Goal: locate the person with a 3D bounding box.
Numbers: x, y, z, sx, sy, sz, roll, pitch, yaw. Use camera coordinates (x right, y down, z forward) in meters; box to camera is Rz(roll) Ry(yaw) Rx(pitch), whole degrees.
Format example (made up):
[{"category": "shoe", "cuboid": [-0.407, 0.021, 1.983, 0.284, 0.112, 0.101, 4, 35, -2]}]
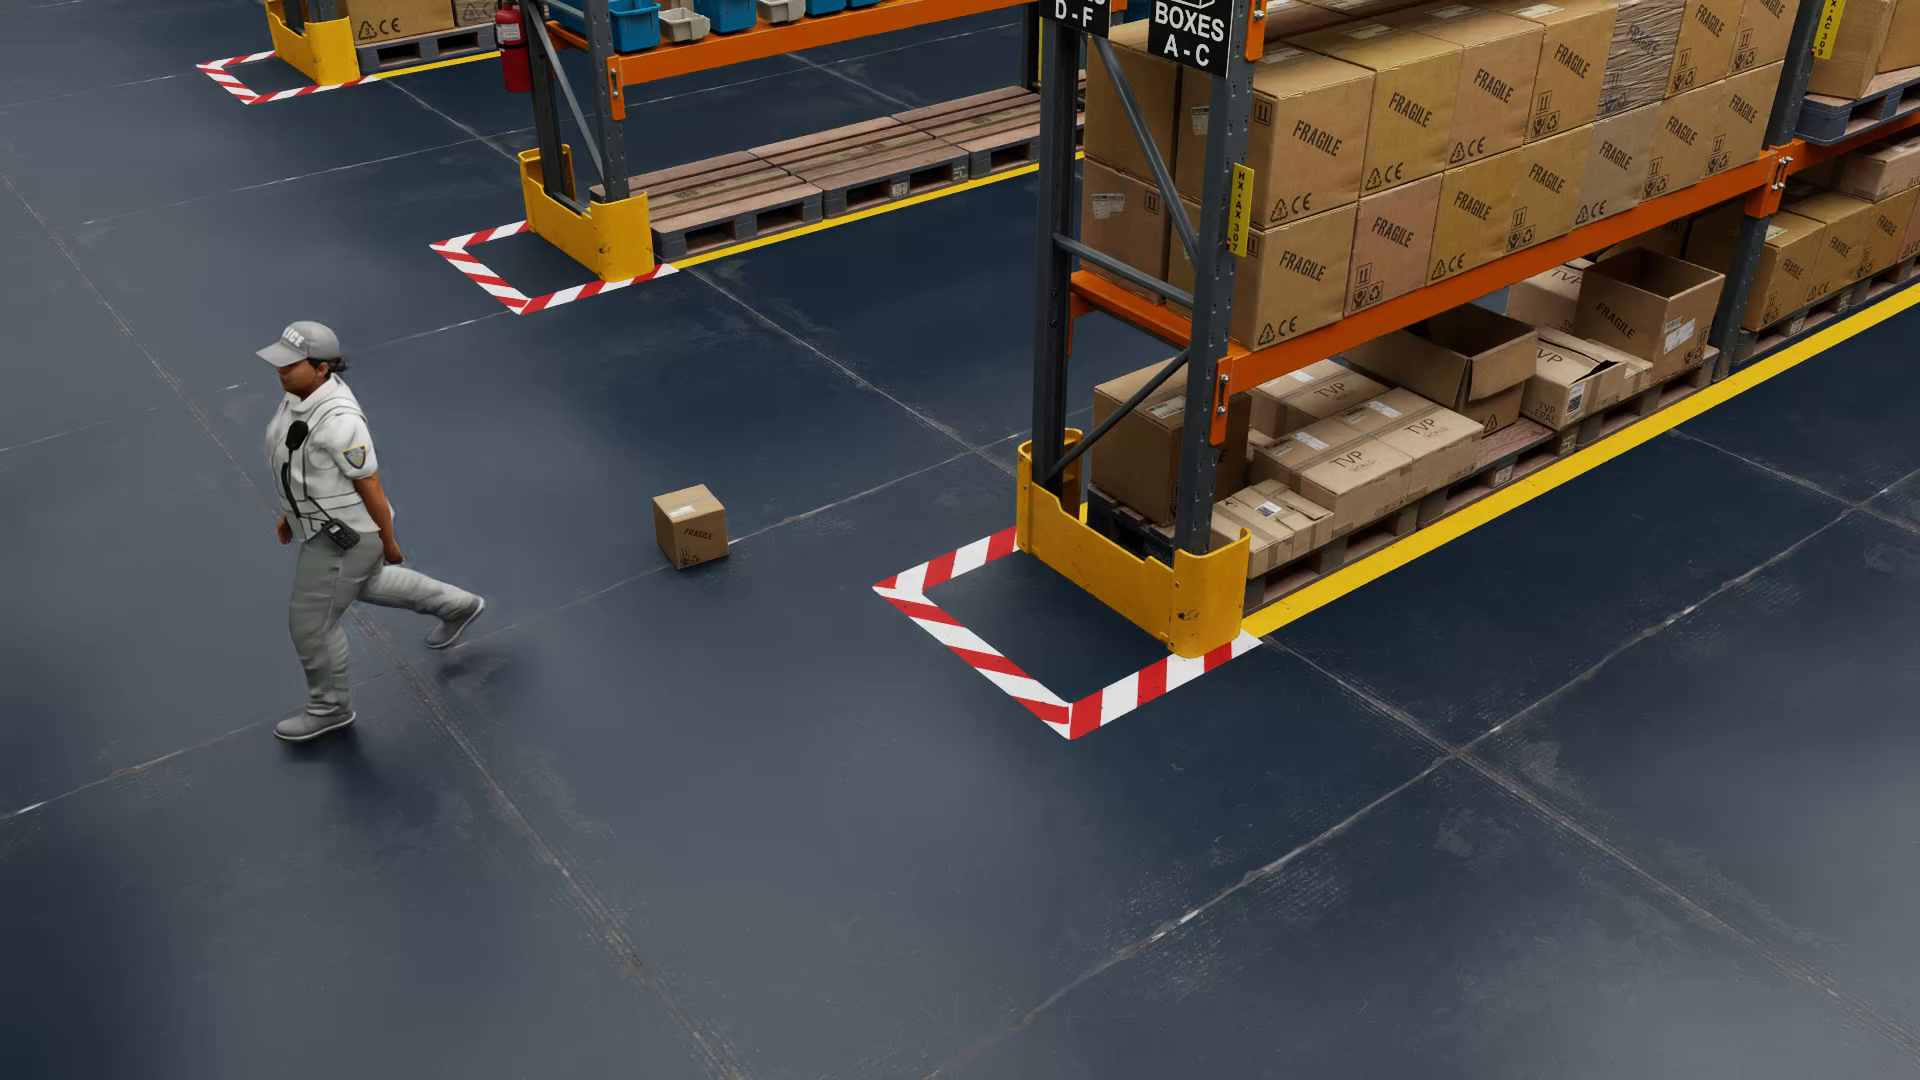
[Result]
[{"category": "person", "cuboid": [-2.287, -0.078, 6.238, 0.914, 1.620, 0.471, -17, 36, -25]}]
